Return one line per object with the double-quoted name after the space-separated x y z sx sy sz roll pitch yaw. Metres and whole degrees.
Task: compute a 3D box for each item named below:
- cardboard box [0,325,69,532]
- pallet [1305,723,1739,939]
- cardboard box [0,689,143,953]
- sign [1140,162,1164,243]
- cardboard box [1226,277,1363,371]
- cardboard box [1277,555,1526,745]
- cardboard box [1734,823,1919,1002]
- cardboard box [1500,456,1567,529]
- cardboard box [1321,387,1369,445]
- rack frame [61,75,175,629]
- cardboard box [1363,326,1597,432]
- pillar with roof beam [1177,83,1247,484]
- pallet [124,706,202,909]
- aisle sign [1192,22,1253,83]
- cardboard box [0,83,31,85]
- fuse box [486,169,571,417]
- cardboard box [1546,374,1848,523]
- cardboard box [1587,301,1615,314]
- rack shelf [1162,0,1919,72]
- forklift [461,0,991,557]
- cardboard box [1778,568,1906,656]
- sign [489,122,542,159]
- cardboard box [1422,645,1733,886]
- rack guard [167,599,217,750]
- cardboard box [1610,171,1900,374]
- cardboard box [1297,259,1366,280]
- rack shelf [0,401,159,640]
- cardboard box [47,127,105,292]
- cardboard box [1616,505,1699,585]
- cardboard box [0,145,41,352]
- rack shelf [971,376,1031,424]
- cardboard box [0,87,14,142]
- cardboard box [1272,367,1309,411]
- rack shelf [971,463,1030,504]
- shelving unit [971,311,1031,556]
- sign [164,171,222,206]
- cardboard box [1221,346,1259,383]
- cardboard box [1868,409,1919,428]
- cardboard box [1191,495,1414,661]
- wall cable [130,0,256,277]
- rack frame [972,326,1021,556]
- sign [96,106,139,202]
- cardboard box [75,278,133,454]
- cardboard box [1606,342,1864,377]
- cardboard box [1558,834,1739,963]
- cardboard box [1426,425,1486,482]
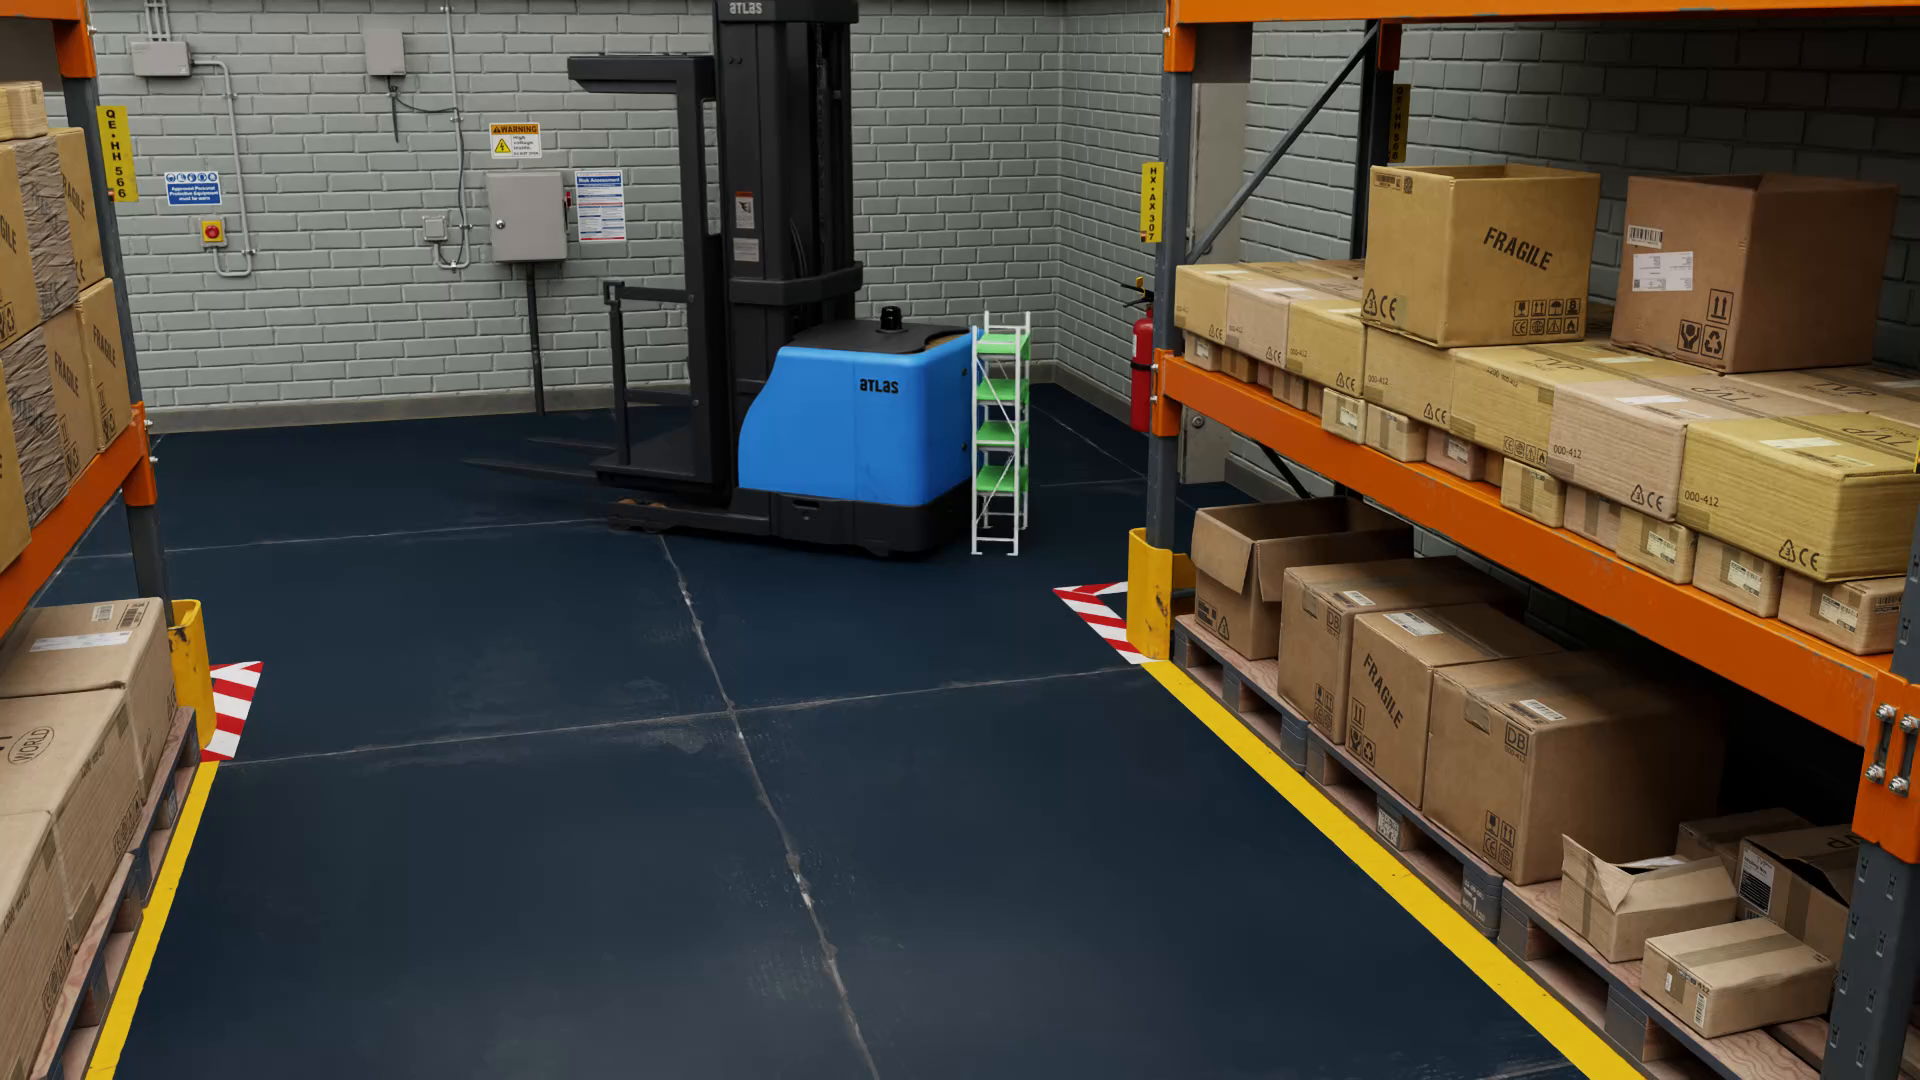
-2.791 -0.285 4.515 0.500 0.500 0.500 -4 17 -14 "cardboard box"
1.892 0.889 5.627 1.003 0.211 1.213 -5 17 -15 "pallet"
-2.915 0.821 4.727 0.875 0.438 0.875 -4 17 -14 "cardboard box"
0.798 -1.397 6.883 0.100 0.325 0.005 -5 17 -15 "sign"
1.324 -0.809 6.176 0.500 0.250 0.500 -5 17 -15 "cardboard box"
1.594 0.387 6.064 0.700 0.500 0.500 -4 17 -13 "cardboard box"
2.465 0.967 4.464 0.500 0.311 0.500 -4 17 -13 "cardboard box"
1.758 -0.150 4.674 0.380 0.149 0.250 -5 17 -16 "cardboard box"
1.452 -0.432 5.612 0.380 0.149 0.250 -5 17 -17 "cardboard box"
-3.452 -0.632 5.841 1.000 3.000 0.127 -5 17 -15 "rack frame"
1.627 -0.530 5.245 0.500 0.250 0.500 -5 17 -17 "cardboard box"
-2.694 -4.375 7.875 9.100 9.000 0.400 -5 17 -15 "pillar with roof beam"
-3.157 0.919 5.526 1.003 0.211 1.213 -5 17 -15 "pallet"
1.018 -2.266 6.762 0.394 0.787 0.004 -5 17 -15 "aisle sign"
-3.068 -1.317 5.084 0.380 0.149 0.250 -4 17 -14 "cardboard box"
-2.964 -1.698 11.631 0.539 1.711 0.414 -5 17 -15 "fuse box"
1.892 -0.248 4.308 0.500 0.250 0.500 -5 17 -15 "cardboard box"
1.973 -0.709 5.843 0.500 0.250 0.500 -4 17 -14 "cardboard box"
1.869 -1.564 4.981 1.077 0.370 4.000 -5 17 -15 "rack shelf"
-1.392 -1.570 9.085 3.031 2.935 1.130 7 18 22 "forklift"
2.088 0.133 3.730 0.380 0.149 0.250 -4 17 -14 "cardboard box"
-3.074 -2.764 11.503 0.339 0.242 0.001 -5 17 -15 "sign"
1.879 0.674 5.108 0.700 0.500 0.500 -5 18 -17 "cardboard box"
-3.459 0.559 6.222 1.175 0.500 0.348 -5 17 -15 "rack guard"
2.265 -0.781 4.779 0.500 0.500 0.500 -5 17 -17 "cardboard box"
1.701 -0.989 6.776 0.500 0.250 0.500 -4 17 -14 "cardboard box"
-2.902 0.266 4.102 1.077 0.370 4.000 -5 17 -15 "rack shelf"
-3.091 -1.044 5.301 0.500 0.500 0.500 -4 17 -13 "cardboard box"
1.901 -0.007 4.197 0.380 0.149 0.250 -4 17 -14 "cardboard box"
-2.786 -0.765 4.371 0.500 0.500 0.500 -5 17 -16 "cardboard box"
0.217 -0.736 8.706 0.258 0.148 0.480 2 17 8 "rack shelf"
-2.886 -1.180 4.626 0.380 0.149 0.250 -4 17 -14 "cardboard box"
1.377 -0.581 6.108 0.380 0.149 0.250 -4 17 -14 "cardboard box"
0.217 -0.277 8.844 0.258 0.148 0.480 2 17 8 "rack shelf"
0.217 -0.568 8.757 0.258 1.200 0.503 2 17 8 "shelving unit"
-5.087 -2.332 11.032 0.327 0.218 0.001 -5 17 -15 "sign"
1.261 -0.725 6.590 0.380 0.149 0.250 -4 17 -14 "cardboard box"
2.542 -0.148 3.973 0.500 0.250 0.500 -5 17 -16 "cardboard box"
1.397 0.146 6.861 0.797 0.503 0.637 -5 18 -17 "cardboard box"
-5.024 -2.691 10.876 0.585 1.953 0.123 -5 17 -15 "wall cable"
0.184 -0.498 8.525 0.240 1.200 0.015 2 17 8 "rack frame"
-2.926 -1.339 5.770 0.100 0.325 0.005 -5 17 -15 "sign"
-3.065 -0.567 5.452 0.500 0.500 0.500 -5 17 -15 "cardboard box"
2.258 -0.429 4.909 0.500 0.250 0.500 -4 17 -14 "cardboard box"
1.885 0.960 4.565 0.396 0.266 0.258 -4 17 -13 "cardboard box"
1.681 -0.295 5.156 0.380 0.149 0.250 -5 17 -15 "cardboard box"
